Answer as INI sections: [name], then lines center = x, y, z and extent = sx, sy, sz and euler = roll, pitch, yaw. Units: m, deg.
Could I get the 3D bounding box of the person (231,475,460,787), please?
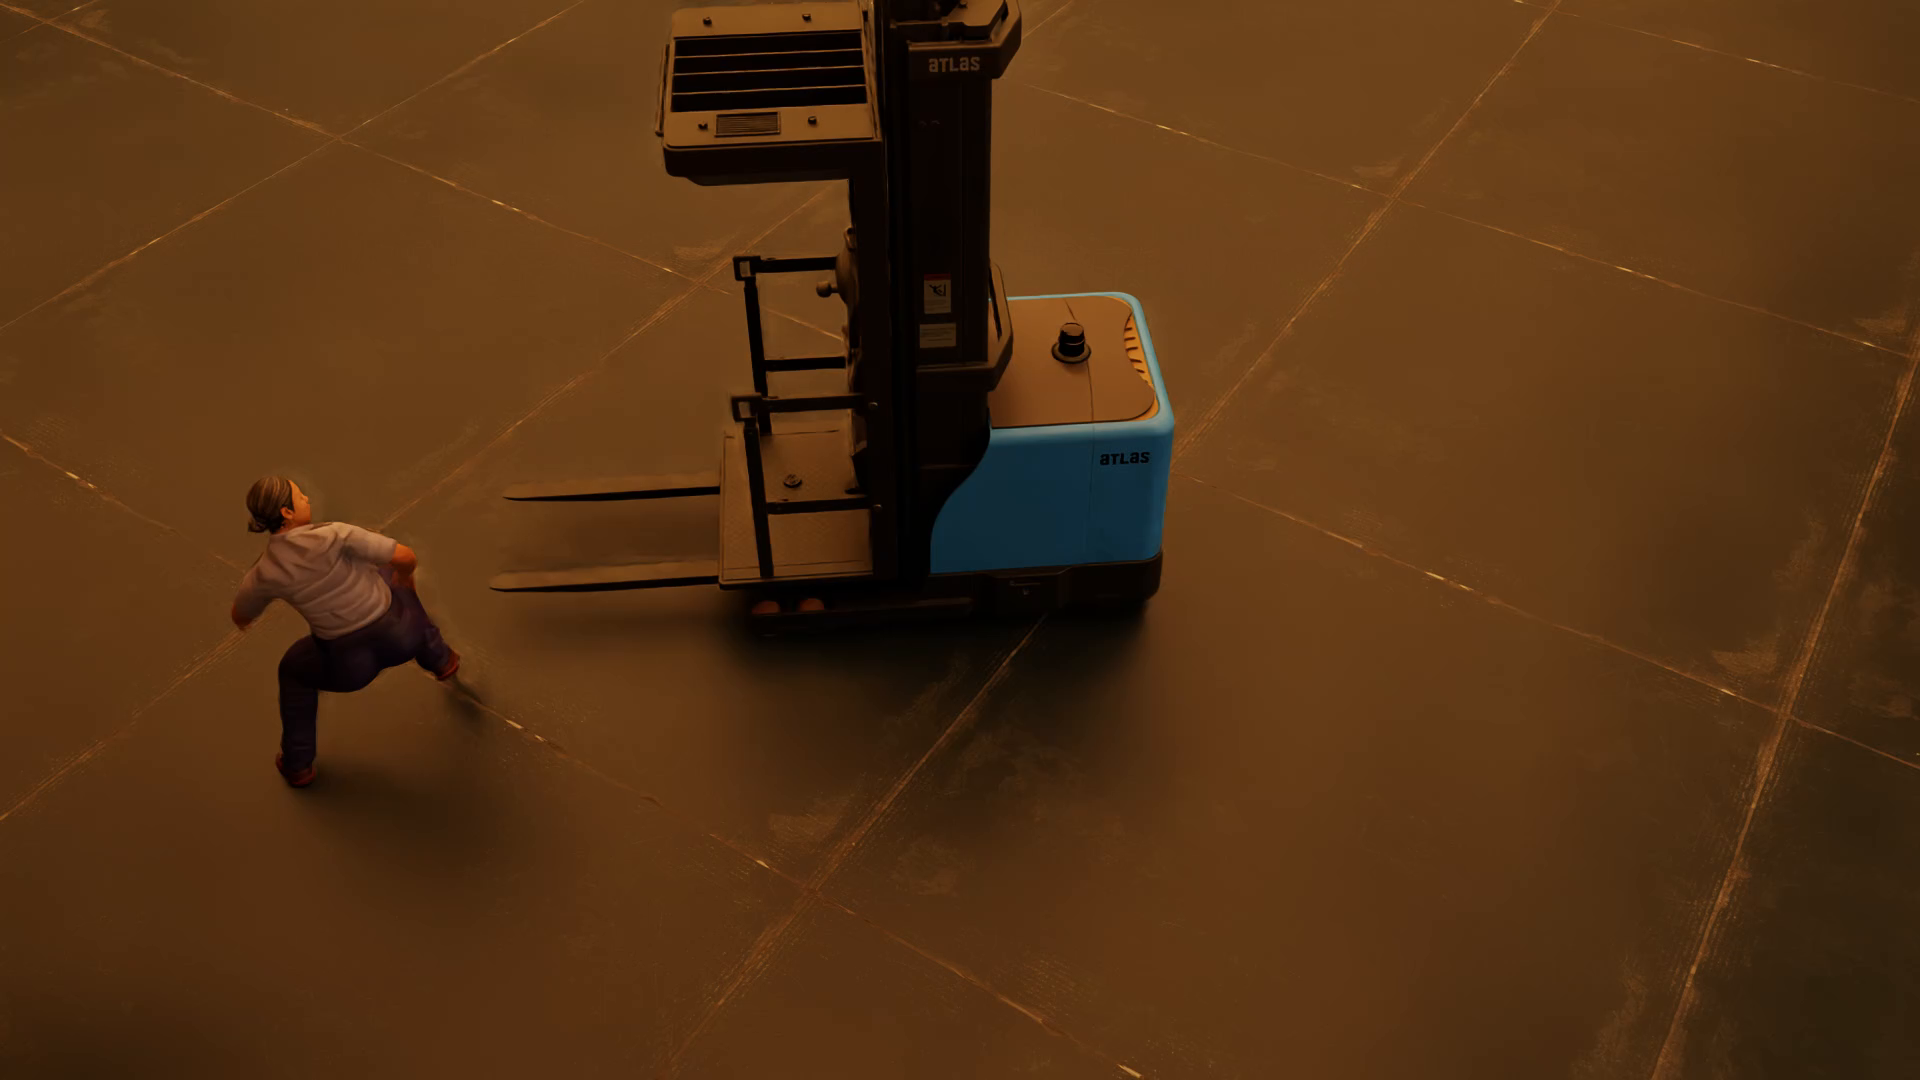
[person]
center = -2.507, 0.316, 6.667
extent = 0.854, 1.438, 0.645
euler = -21, 47, -21

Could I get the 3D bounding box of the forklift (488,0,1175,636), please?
[forklift]
center = -0.630, -1.010, 6.914
extent = 3.031, 2.935, 1.130
euler = -4, 44, -4
